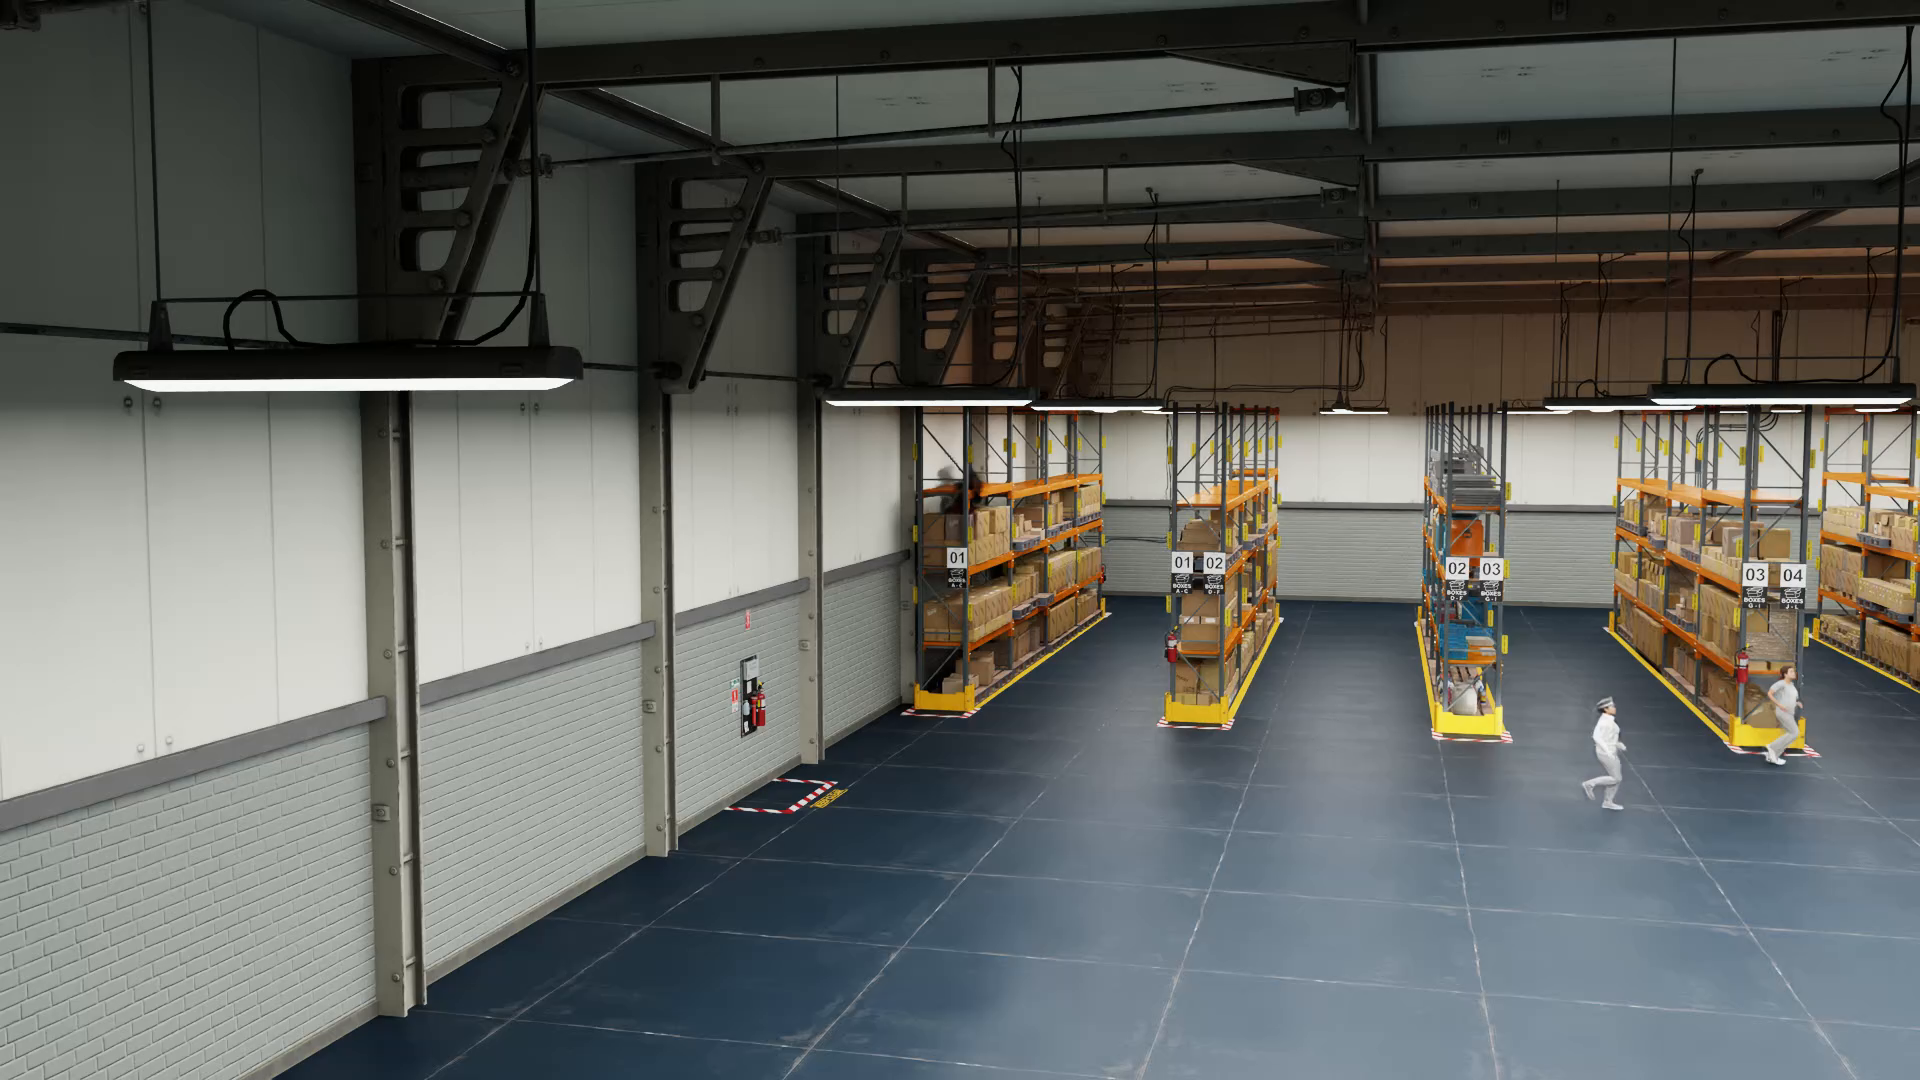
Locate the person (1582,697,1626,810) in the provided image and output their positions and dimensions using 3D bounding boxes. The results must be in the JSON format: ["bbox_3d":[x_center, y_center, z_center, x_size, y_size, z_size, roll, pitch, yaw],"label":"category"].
[{"bbox_3d":[9.414,3.102,24.293,0.567,1.651,0.629,2,5,26],"label":"person"}]

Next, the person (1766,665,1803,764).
[{"bbox_3d":[13.633,2.876,27.430,0.595,1.628,0.521,-3,5,-39],"label":"person"}]
